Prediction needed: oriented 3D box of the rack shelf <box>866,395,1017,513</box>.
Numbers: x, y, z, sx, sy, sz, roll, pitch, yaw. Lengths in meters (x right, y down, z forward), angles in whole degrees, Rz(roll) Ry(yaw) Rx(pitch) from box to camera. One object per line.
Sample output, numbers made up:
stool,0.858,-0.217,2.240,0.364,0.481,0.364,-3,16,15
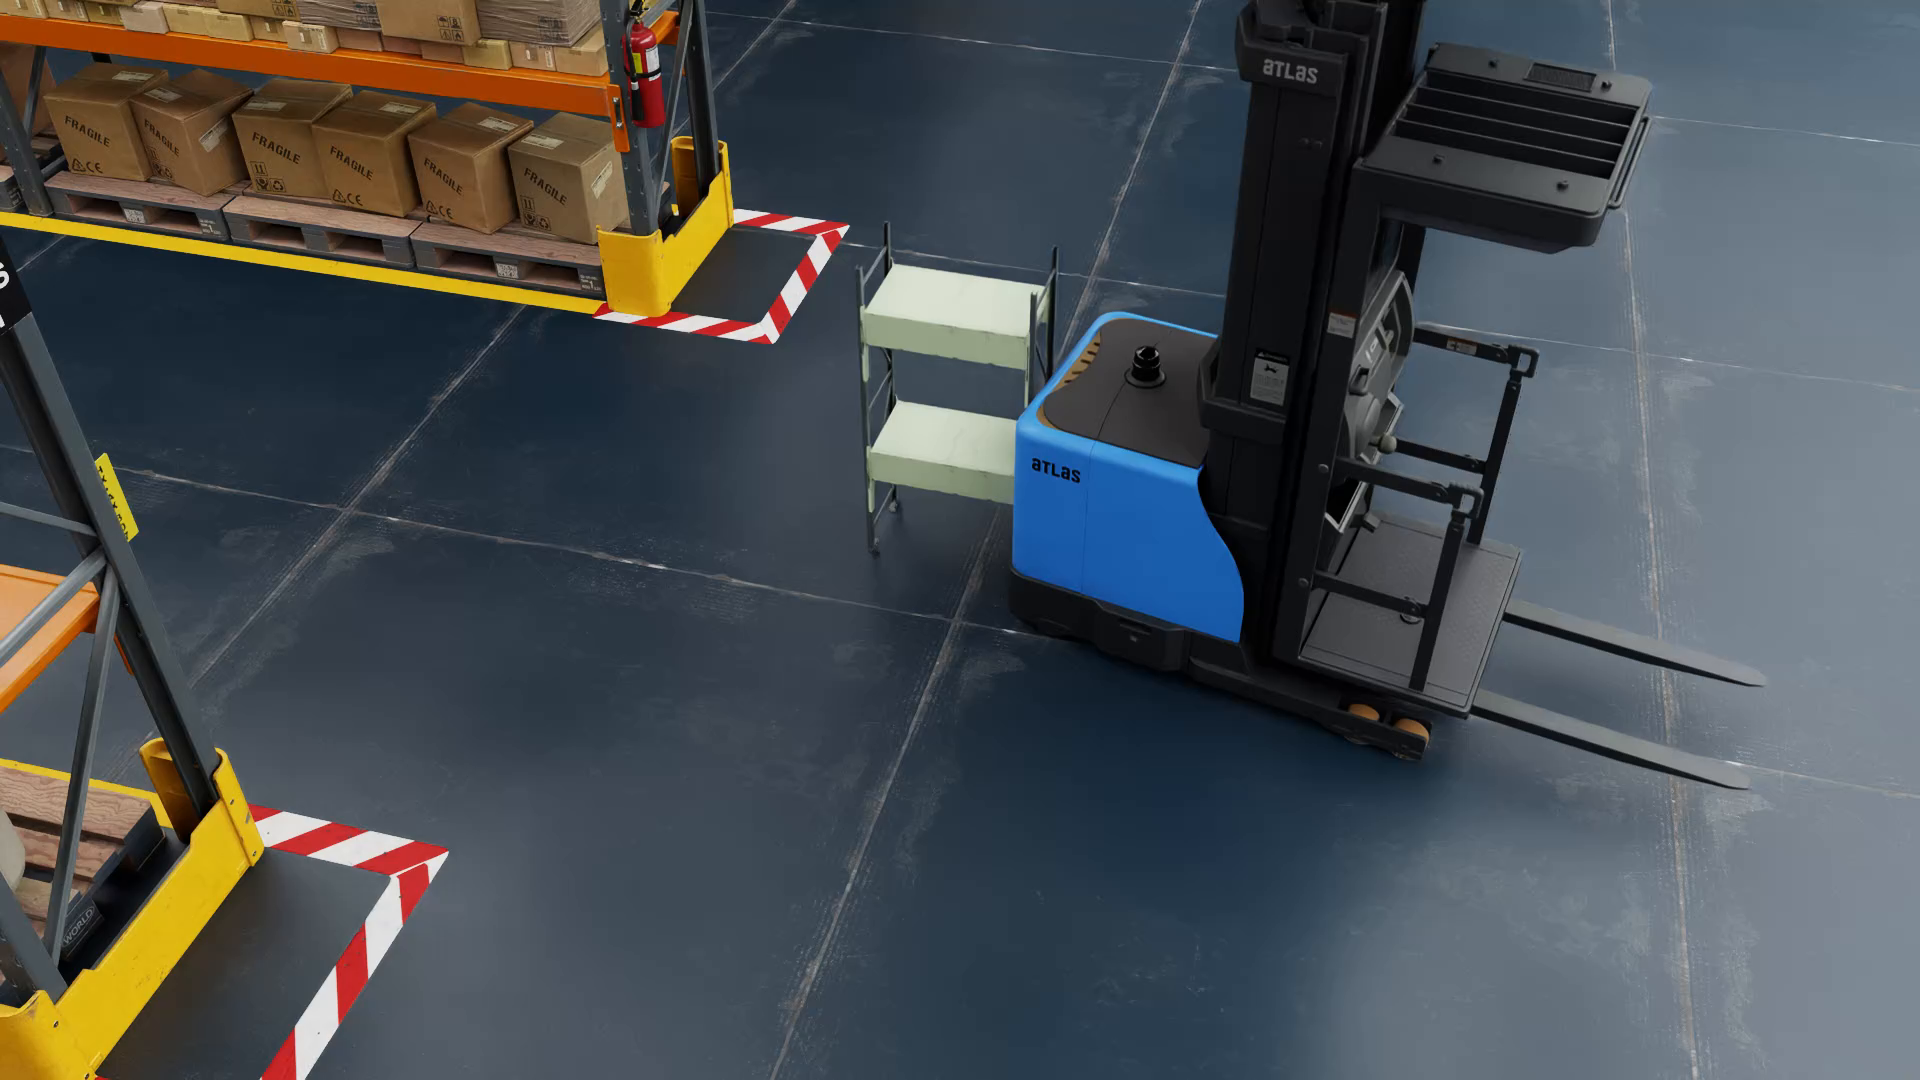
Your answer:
rack shelf,-0.009,-0.331,7.485,0.720,0.370,0.431,10,41,12

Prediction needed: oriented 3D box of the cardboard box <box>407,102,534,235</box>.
cardboard box,-2.777,-2.148,9.592,0.500,0.500,0.500,20,44,23

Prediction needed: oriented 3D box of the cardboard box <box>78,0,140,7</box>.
cardboard box,-4.563,-3.351,9.098,0.500,0.500,0.875,10,41,11

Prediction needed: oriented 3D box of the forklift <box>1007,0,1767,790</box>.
forklift,1.764,-0.630,6.221,3.031,2.935,1.130,17,43,20

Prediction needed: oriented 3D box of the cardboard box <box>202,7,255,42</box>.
cardboard box,-3.873,-2.857,9.014,0.250,0.149,0.380,10,41,11

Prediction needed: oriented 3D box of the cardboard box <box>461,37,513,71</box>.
cardboard box,-2.416,-2.626,8.740,0.250,0.149,0.380,10,41,11

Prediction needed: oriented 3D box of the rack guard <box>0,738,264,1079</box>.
rack guard,-2.957,1.299,5.814,0.348,0.500,1.175,10,41,11

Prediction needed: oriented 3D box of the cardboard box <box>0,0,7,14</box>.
cardboard box,-5.326,-3.098,9.301,0.250,0.149,0.380,10,41,11

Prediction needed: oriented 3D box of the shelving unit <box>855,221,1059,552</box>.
shelving unit,-0.009,-0.580,7.275,0.755,1.500,0.431,10,41,12

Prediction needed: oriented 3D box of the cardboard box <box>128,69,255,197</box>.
cardboard box,-4.524,-2.438,9.938,0.500,0.500,0.500,23,45,25

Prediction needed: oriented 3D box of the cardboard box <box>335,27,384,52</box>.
cardboard box,-3.132,-2.772,8.914,0.250,0.149,0.380,10,41,11

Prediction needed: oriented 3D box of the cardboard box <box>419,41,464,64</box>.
cardboard box,-2.654,-2.677,8.801,0.250,0.149,0.380,10,41,11

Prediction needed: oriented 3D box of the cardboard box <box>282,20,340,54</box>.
cardboard box,-3.396,-2.759,8.898,0.250,0.149,0.380,10,41,11

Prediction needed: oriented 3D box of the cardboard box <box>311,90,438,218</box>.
cardboard box,-3.377,-2.263,9.730,0.500,0.500,0.500,13,42,15

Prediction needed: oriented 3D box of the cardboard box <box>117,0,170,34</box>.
cardboard box,-4.364,-2.921,9.091,0.250,0.149,0.380,10,41,11

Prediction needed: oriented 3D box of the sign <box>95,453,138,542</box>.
sign,-2.725,-0.122,5.347,0.005,0.325,0.100,10,41,11

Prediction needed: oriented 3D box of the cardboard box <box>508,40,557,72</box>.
cardboard box,-2.162,-2.616,8.728,0.250,0.149,0.380,10,41,11

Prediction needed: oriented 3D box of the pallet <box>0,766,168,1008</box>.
pallet,-3.741,1.272,6.072,1.213,0.211,1.003,10,41,11

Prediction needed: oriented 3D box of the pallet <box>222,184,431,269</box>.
pallet,-3.615,-2.058,10.036,1.213,0.211,1.003,10,41,11

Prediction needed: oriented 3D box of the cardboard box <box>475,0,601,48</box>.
cardboard box,-2.116,-3.012,8.695,0.500,0.500,0.875,10,41,11

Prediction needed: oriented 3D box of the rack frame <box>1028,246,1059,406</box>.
rack frame,0.343,-0.516,7.198,0.023,1.500,0.400,10,41,12

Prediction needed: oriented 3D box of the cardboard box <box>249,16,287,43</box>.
cardboard box,-3.620,-2.843,8.999,0.250,0.149,0.380,10,41,11

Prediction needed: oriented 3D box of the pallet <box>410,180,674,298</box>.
pallet,-2.441,-1.853,9.793,1.213,0.211,1.003,10,41,11

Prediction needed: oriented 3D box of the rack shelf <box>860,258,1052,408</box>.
rack shelf,-0.009,-0.879,7.024,0.720,0.370,0.431,10,41,12

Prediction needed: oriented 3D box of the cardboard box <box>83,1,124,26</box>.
cardboard box,-4.595,-2.988,9.171,0.250,0.149,0.380,10,41,11

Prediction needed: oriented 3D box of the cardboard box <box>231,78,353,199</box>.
cardboard box,-3.904,-2.384,9.873,0.500,0.500,0.500,6,40,8

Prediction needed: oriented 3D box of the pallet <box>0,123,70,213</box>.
pallet,-6.208,-2.477,10.536,1.213,0.211,1.003,10,41,11

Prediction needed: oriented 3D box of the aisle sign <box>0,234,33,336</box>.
aisle sign,-2.727,-0.840,4.396,0.004,0.787,0.394,10,41,11

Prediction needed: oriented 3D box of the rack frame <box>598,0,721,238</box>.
rack frame,-1.592,-2.752,8.694,0.127,3.000,1.000,10,41,11

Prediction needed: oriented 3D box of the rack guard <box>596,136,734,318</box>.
rack guard,-1.665,-1.807,9.513,0.348,0.500,1.175,10,41,11

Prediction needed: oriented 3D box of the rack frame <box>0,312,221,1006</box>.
rack frame,-2.872,0.325,5.030,0.127,3.000,1.000,10,41,11

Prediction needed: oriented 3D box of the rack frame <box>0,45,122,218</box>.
rack frame,-5.456,-3.417,9.486,0.127,3.000,1.000,10,41,11

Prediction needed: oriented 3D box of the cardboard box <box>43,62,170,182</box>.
cardboard box,-5.080,-2.529,10.046,0.500,0.500,0.500,9,41,10

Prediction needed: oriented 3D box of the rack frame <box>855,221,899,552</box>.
rack frame,-0.361,-0.645,7.352,0.023,1.500,0.400,10,41,12

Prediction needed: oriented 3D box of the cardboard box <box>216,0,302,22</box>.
cardboard box,-3.582,-3.221,8.944,0.500,0.500,0.875,10,41,11

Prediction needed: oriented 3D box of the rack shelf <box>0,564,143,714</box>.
rack shelf,-4.804,0.268,5.657,4.000,0.370,1.077,10,41,11

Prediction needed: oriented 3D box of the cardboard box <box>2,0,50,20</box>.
cardboard box,-5.088,-3.048,9.242,0.250,0.149,0.380,10,41,11

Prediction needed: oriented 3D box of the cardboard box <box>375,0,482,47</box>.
cardboard box,-2.630,-3.021,8.706,0.500,0.500,0.875,10,41,11

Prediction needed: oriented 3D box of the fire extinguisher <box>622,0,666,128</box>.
fire extinguisher,-1.600,-2.417,8.355,0.183,0.674,0.296,10,41,11

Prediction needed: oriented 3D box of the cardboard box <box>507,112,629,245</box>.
cardboard box,-2.190,-2.069,9.499,0.500,0.500,0.500,17,43,19

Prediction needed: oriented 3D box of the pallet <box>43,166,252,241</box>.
pallet,-4.798,-2.259,10.276,1.213,0.211,1.003,10,41,11

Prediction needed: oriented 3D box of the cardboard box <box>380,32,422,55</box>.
cardboard box,-2.885,-2.745,8.881,0.250,0.149,0.380,10,41,11

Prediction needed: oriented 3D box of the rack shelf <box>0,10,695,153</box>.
rack shelf,-3.524,-2.809,9.321,4.000,0.370,1.077,10,41,11

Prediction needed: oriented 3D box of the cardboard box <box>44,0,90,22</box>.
cardboard box,-4.839,-3.024,9.213,0.250,0.149,0.380,10,41,11

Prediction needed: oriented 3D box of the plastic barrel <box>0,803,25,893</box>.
plastic barrel,-3.527,1.055,5.769,0.421,0.512,0.421,0,40,0

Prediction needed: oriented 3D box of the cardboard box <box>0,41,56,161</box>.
cardboard box,-6.043,-2.743,10.286,0.500,0.500,0.700,7,41,8

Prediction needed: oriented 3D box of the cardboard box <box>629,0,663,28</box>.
cardboard box,-1.805,-2.851,9.008,0.250,0.149,0.380,10,41,11

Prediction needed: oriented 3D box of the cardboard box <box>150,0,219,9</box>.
cardboard box,-4.054,-3.330,9.074,0.500,0.500,0.875,10,41,11

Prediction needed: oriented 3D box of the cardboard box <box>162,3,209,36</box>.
cardboard box,-4.112,-2.905,9.072,0.250,0.149,0.380,10,41,11

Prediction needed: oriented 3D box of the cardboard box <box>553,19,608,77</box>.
cardboard box,-1.920,-2.575,8.678,0.250,0.149,0.380,10,41,11

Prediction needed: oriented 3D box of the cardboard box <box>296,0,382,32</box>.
cardboard box,-3.102,-3.131,8.836,0.500,0.500,0.875,10,41,11
